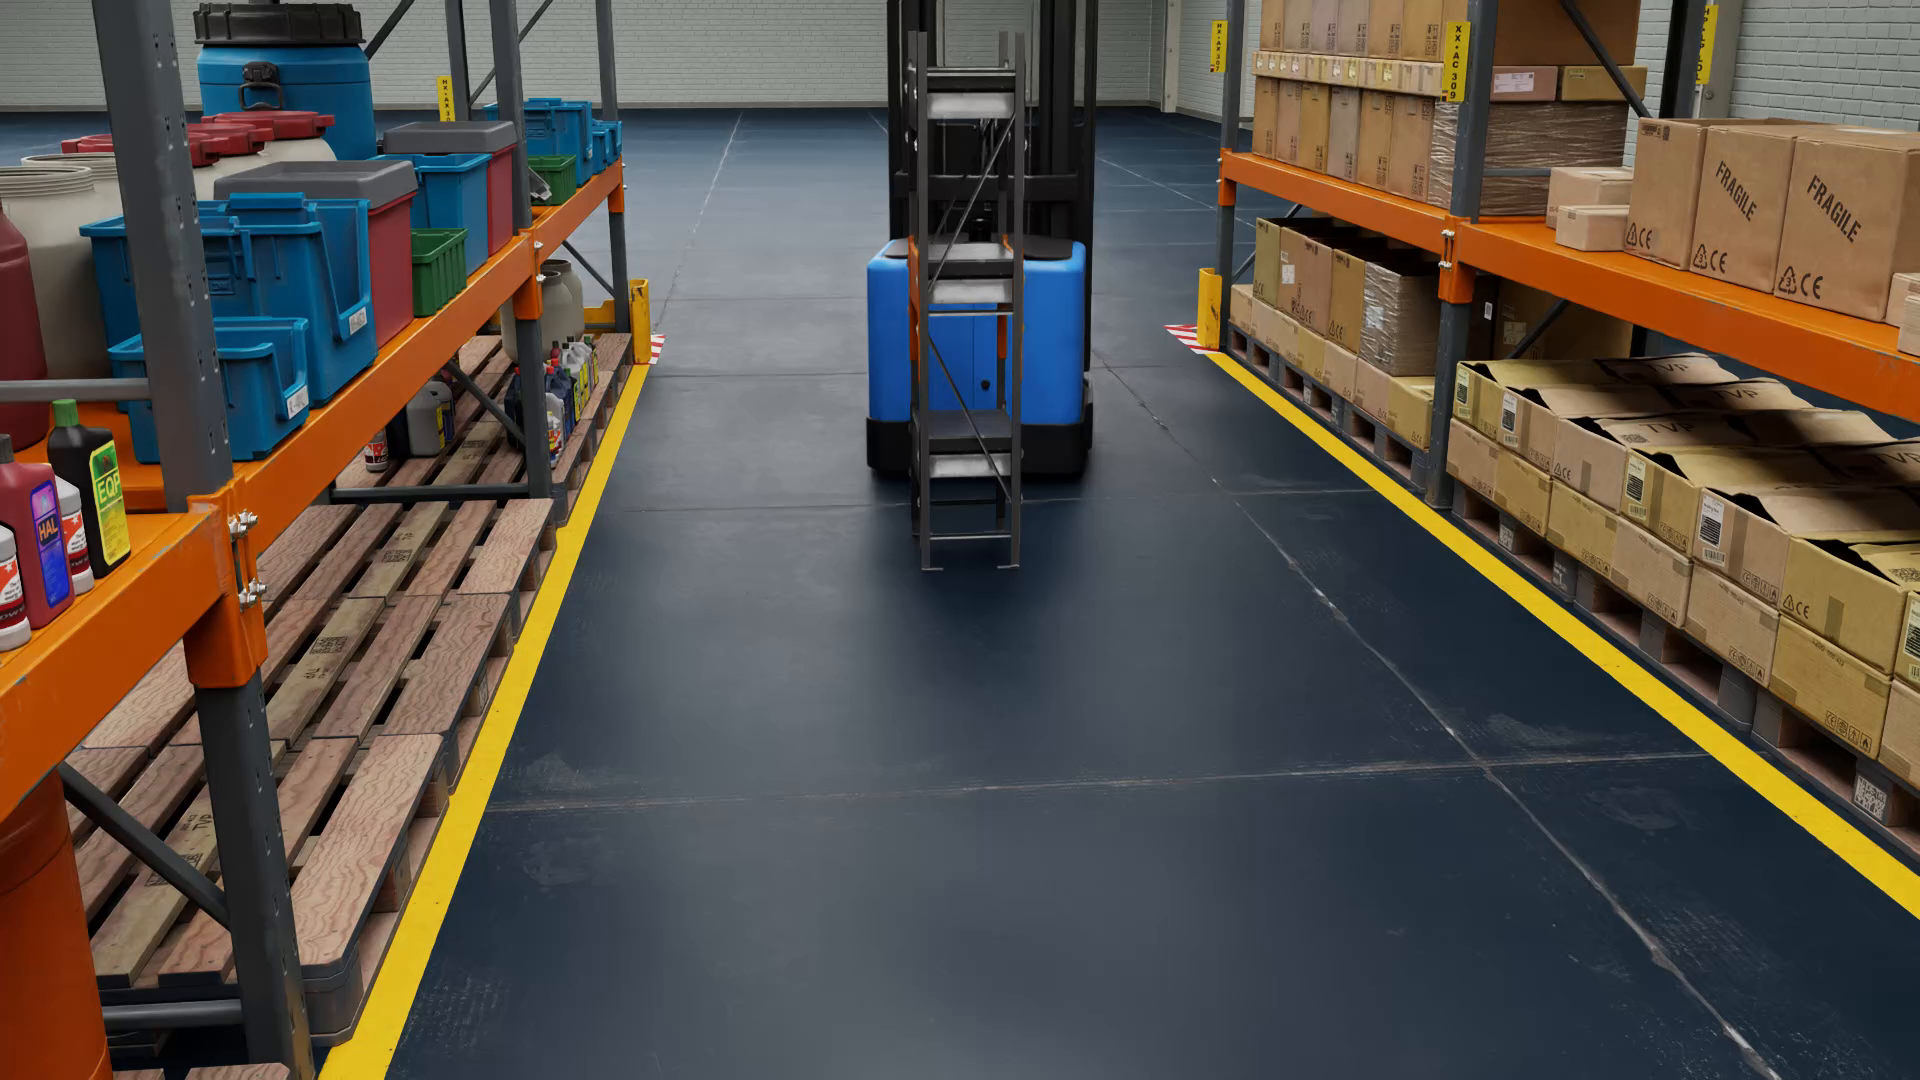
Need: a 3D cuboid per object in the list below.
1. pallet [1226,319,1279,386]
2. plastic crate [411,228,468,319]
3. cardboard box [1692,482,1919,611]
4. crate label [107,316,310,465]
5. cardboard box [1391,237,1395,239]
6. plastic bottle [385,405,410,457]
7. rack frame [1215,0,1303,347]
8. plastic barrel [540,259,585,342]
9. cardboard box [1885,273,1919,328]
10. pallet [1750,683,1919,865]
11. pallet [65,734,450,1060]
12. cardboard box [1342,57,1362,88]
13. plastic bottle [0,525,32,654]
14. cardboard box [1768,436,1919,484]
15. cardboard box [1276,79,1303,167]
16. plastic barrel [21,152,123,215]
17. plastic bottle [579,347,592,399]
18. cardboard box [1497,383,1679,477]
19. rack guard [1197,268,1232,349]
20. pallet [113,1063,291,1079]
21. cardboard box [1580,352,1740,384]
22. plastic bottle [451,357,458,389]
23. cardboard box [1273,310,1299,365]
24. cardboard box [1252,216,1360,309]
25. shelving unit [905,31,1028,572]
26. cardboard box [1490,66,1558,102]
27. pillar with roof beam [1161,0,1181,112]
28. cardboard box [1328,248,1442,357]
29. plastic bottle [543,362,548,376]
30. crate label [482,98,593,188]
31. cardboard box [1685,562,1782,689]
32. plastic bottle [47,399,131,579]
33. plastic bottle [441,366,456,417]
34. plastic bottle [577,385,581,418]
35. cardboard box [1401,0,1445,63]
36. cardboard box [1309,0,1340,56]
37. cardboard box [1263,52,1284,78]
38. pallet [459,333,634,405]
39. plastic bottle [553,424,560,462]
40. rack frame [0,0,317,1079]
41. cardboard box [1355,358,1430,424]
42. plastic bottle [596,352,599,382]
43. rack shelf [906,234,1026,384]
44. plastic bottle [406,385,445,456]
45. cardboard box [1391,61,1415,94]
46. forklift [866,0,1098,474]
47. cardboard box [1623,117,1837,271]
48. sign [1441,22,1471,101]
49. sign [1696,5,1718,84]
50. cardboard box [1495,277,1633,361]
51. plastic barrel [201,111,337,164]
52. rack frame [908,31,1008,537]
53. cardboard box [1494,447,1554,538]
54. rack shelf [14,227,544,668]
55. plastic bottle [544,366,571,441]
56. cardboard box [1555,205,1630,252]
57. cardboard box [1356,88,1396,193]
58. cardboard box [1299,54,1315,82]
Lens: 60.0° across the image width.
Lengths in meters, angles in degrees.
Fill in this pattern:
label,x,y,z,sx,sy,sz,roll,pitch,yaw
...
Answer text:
label,x,y,z,sx,sy,sz,roll,pitch,yaw
pallet,2.364,-1.232,10.750,1.003,0.211,1.213,-2,18,-6
plastic crate,-1.811,-0.834,5.180,0.450,0.188,0.662,-2,18,-6
cardboard box,2.660,-0.015,5.171,0.500,0.311,0.500,-2,18,-6
crate label,-1.529,-0.311,3.439,0.303,0.233,0.416,-2,18,-6
cardboard box,2.713,-1.587,9.863,0.500,0.500,0.500,-2,18,-6
plastic bottle,-2.624,-0.575,7.687,0.144,0.351,0.185,-2,18,-7
rack frame,2.243,-2.789,11.054,1.000,3.000,0.127,-2,18,-6
plastic barrel,-2.540,-1.457,10.262,0.421,0.512,0.421,0,17,0
cardboard box,2.881,-0.664,4.704,0.380,0.149,0.250,0,17,-2
pallet,3.023,0.678,4.664,1.003,0.211,1.213,-2,18,-6
pallet,-1.900,0.845,4.134,1.003,0.211,1.213,-2,18,-6
cardboard box,2.255,-2.486,8.839,0.380,0.149,0.250,-1,17,-4
plastic bottle,-1.375,0.052,2.335,0.097,0.201,0.097,0,17,0
cardboard box,3.140,-0.188,5.722,0.500,0.311,0.500,-2,18,-6
cardboard box,2.338,-2.541,10.096,0.700,0.500,0.500,-1,17,-4
plastic barrel,-2.221,-0.733,4.316,0.421,0.512,0.421,0,17,0
plastic bottle,-2.045,-0.897,8.838,0.152,0.276,0.135,-2,18,-7
cardboard box,2.497,-0.473,6.630,0.500,0.311,0.500,-2,18,-6
rack guard,2.241,-1.604,11.451,1.175,0.500,0.348,-2,18,-6
pallet,-1.736,1.310,2.651,1.003,0.211,1.213,-2,18,-6
cardboard box,2.983,-0.642,7.166,0.500,0.311,0.500,-2,18,-6
plastic bottle,-2.796,-0.931,9.073,0.097,0.201,0.097,0,17,0
cardboard box,2.184,-1.213,9.923,0.500,0.250,0.500,-2,18,-6
cardboard box,2.131,-1.720,10.285,0.500,0.500,0.500,-2,18,-6
shelving unit,0.017,-0.952,6.705,0.431,2.100,0.503,-2,18,-6
cardboard box,2.415,-2.029,7.382,0.380,0.149,0.250,-2,18,-6
pillar with roof beam,0.727,-14.429,38.113,9.100,9.000,0.400,-2,18,-6
cardboard box,2.296,-1.273,8.863,0.500,0.500,0.500,-2,18,-6
plastic bottle,-2.150,-0.780,8.467,0.152,0.276,0.135,-2,18,-6
crate label,-2.225,-2.114,8.844,0.502,0.435,0.616,-2,18,-6
cardboard box,2.666,0.253,5.252,0.500,0.250,0.500,-1,17,-4
plastic bottle,-1.393,-0.091,2.653,0.061,0.283,0.133,-2,18,-6
plastic bottle,-2.584,-0.748,8.352,0.061,0.283,0.133,-2,18,-6
plastic bottle,-1.967,-0.715,8.384,0.097,0.201,0.097,0,17,0
cardboard box,2.551,-2.547,7.948,0.700,0.500,0.500,-2,18,-6
cardboard box,2.397,-2.994,9.373,0.700,0.500,0.500,-2,18,-5
cardboard box,2.100,-2.944,10.298,0.380,0.149,0.250,-2,18,-7
pallet,-2.551,-1.043,10.148,1.003,0.211,1.213,-2,18,-6
plastic bottle,-1.879,-0.459,7.569,0.097,0.201,0.097,0,17,0
rack frame,-1.859,-0.254,2.978,1.000,3.000,0.127,-2,18,-6
cardboard box,2.349,-0.767,8.501,0.500,0.250,0.500,-2,18,-6
plastic bottle,-2.058,-0.978,9.223,0.097,0.201,0.097,0,17,0
rack shelf,0.017,-0.939,6.710,0.431,0.518,0.480,-2,18,-6
plastic bottle,-2.481,-0.579,7.702,0.144,0.351,0.185,-2,18,-6
cardboard box,2.334,-2.259,8.115,0.380,0.149,0.250,-2,18,-6
forklift,0.188,-2.108,9.000,1.130,2.935,3.031,1,17,5
cardboard box,2.773,-1.259,6.012,0.500,0.500,0.500,-1,17,-2
sign,2.104,-2.031,7.060,0.100,0.325,0.005,-2,18,-6
sign,3.195,-2.132,7.159,0.100,0.325,0.005,-2,18,-6
cardboard box,2.920,-0.992,7.965,0.500,0.500,0.500,-2,18,-6
plastic barrel,-2.391,-1.219,5.824,0.433,0.535,0.433,0,17,0
rack frame,-0.008,-1.025,6.937,0.400,2.100,0.015,-2,18,-6
cardboard box,2.503,-0.206,6.714,0.500,0.250,0.500,-1,17,-4
rack shelf,-2.065,-0.506,4.983,1.077,0.370,4.000,-2,18,-6
plastic bottle,-1.942,-0.645,7.911,0.144,0.351,0.185,-1,17,-4
cardboard box,2.544,-1.207,6.434,0.380,0.149,0.250,-2,18,-6
cardboard box,2.495,-2.084,8.639,0.700,0.500,0.500,-2,17,-5
cardboard box,2.178,-2.715,9.568,0.380,0.149,0.250,-2,18,-7
